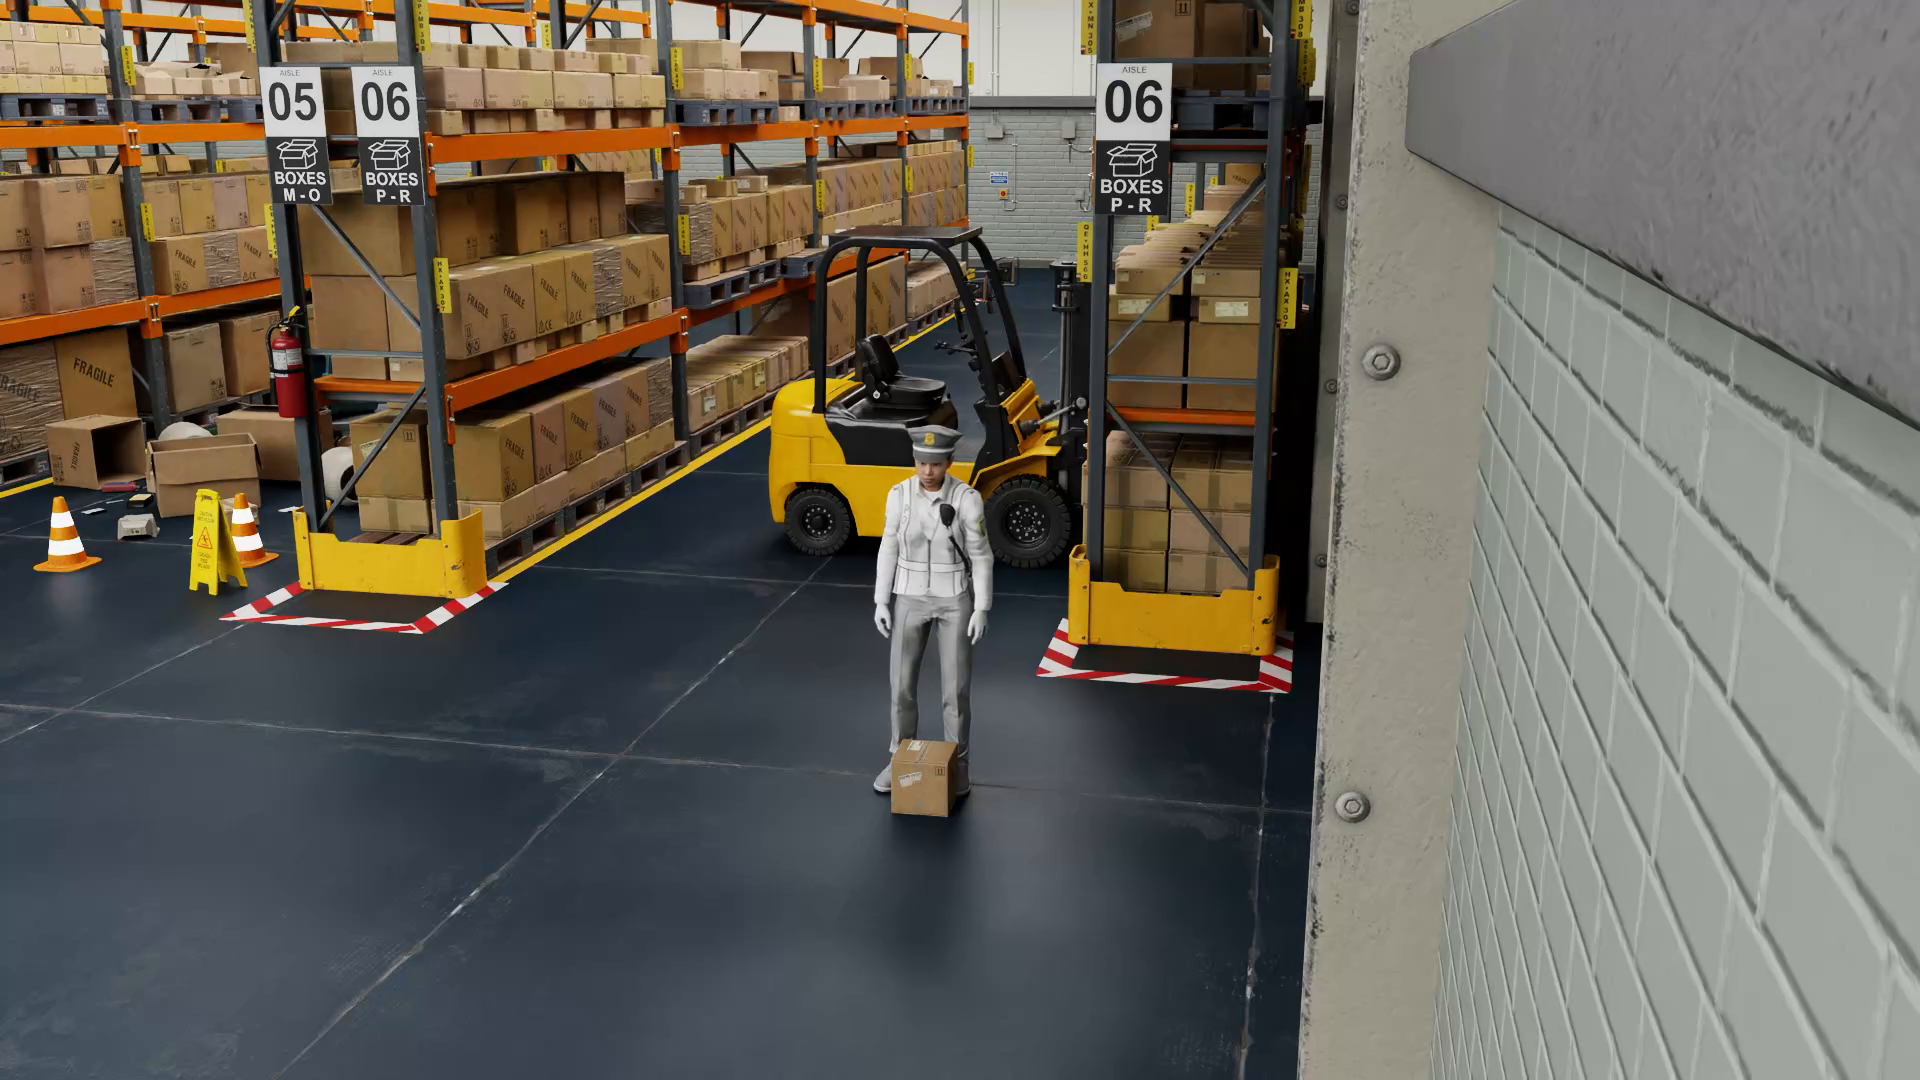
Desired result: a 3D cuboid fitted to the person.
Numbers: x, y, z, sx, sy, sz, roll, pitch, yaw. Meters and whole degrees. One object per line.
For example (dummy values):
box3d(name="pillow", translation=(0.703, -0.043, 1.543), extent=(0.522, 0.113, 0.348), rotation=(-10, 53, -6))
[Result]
box3d(name="person", translation=(-0.117, 0.302, 7.361), extent=(0.529, 1.664, 0.371), rotation=(3, 15, 12))
